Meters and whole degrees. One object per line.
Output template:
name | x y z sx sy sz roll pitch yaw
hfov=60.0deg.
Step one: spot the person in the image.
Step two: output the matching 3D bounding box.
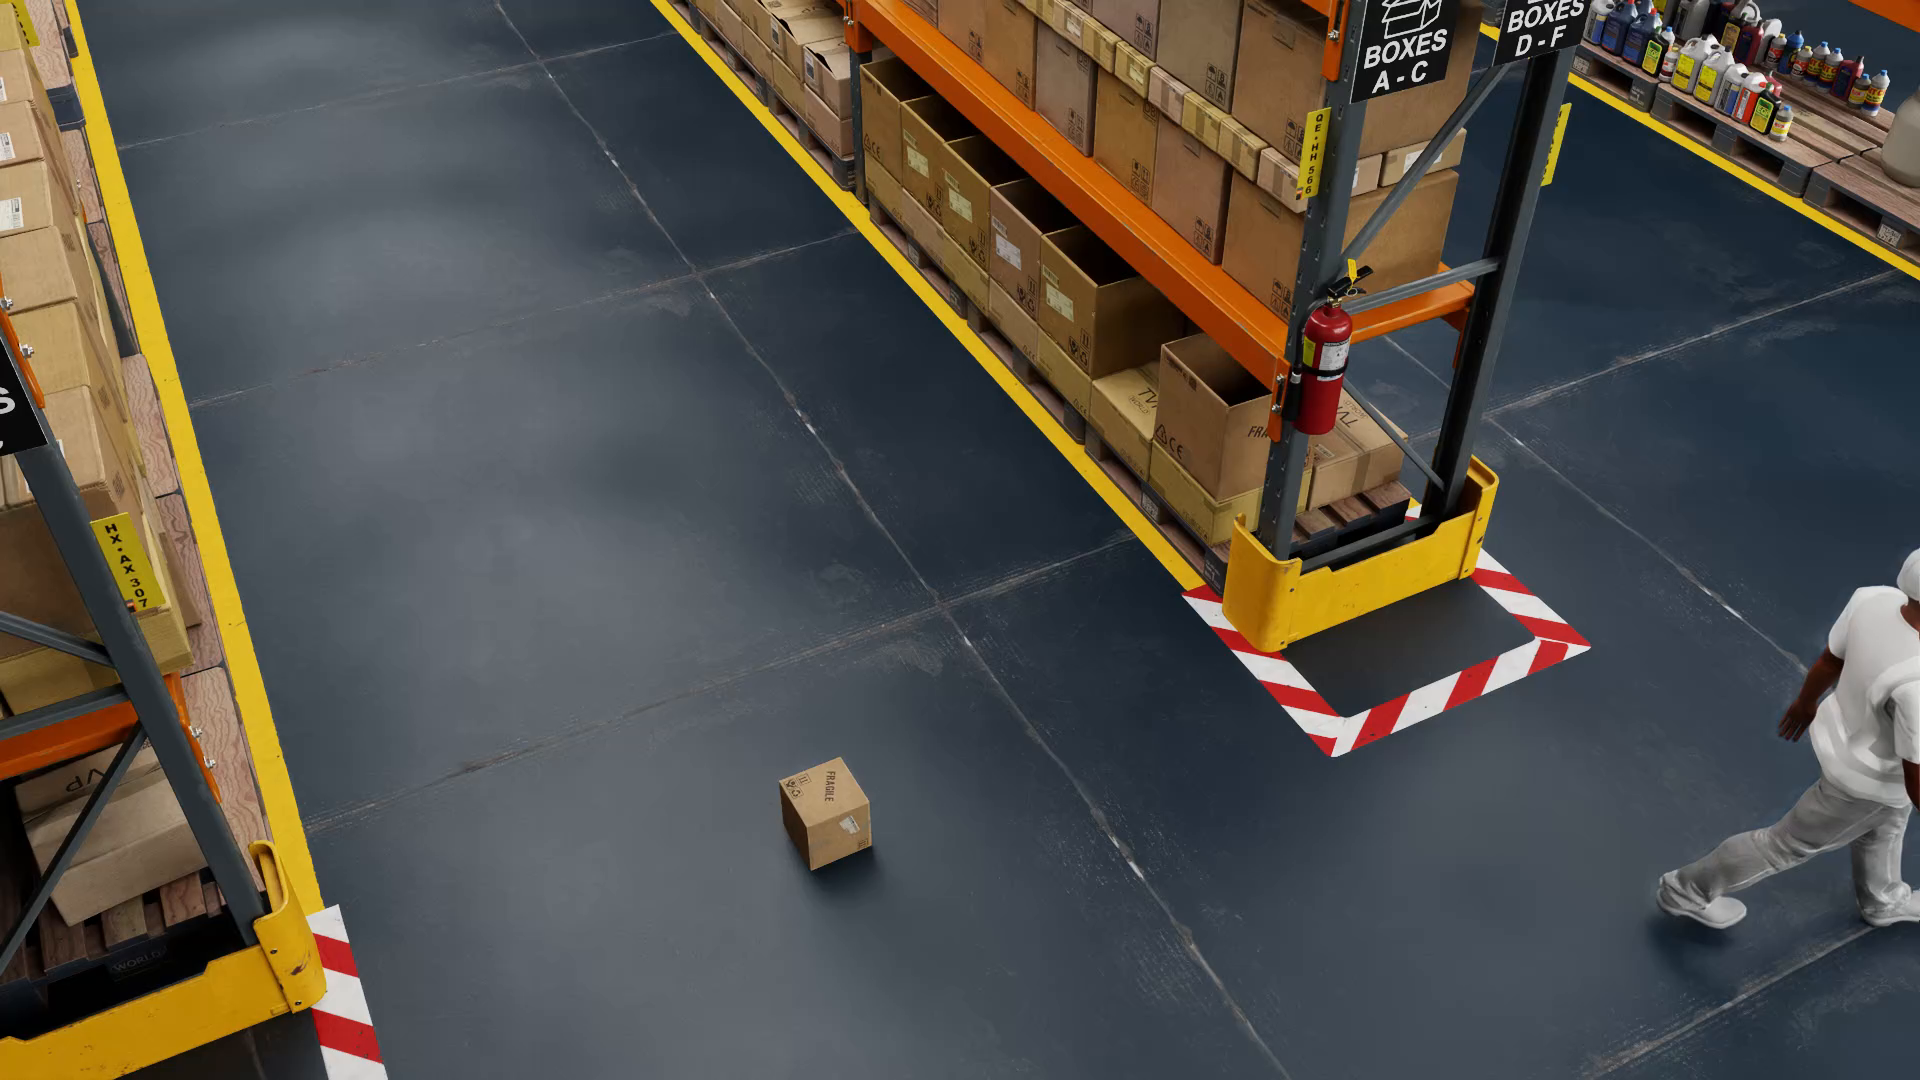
person | 2.970 0.709 5.328 1.032 1.722 0.601 7 41 8
